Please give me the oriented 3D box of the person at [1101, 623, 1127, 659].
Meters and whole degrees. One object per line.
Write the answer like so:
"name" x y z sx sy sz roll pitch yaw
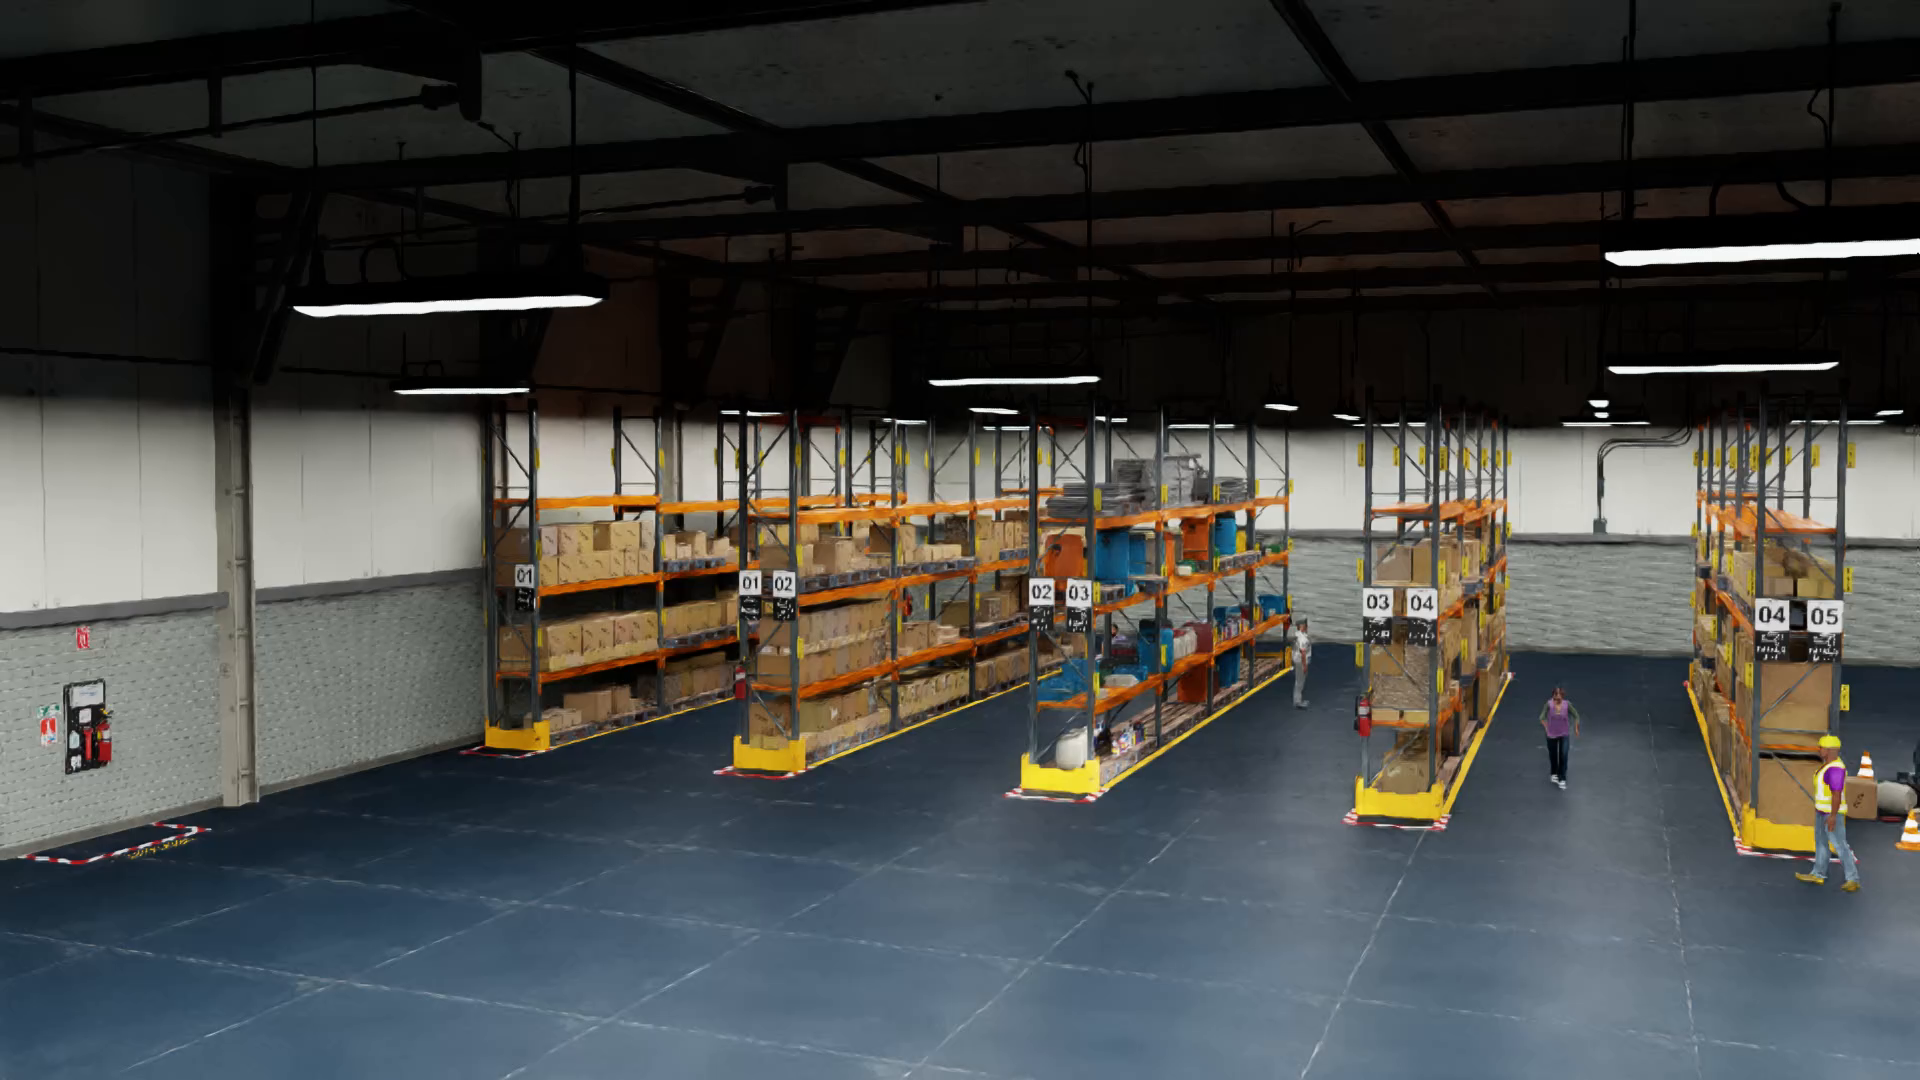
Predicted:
"person" 3.228 2.506 34.614 0.625 1.596 0.510 1 3 19

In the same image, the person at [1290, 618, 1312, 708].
"person" 6.865 2.456 33.392 0.434 1.766 0.634 0 3 -1

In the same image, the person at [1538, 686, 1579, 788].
"person" 9.153 2.988 25.442 0.562 1.514 0.815 1 3 27

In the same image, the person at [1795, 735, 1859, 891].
"person" 10.167 3.164 19.476 0.618 1.767 0.788 1 3 17

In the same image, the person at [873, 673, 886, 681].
"person" -1.808 2.426 35.966 0.446 1.571 1.106 1 3 23
